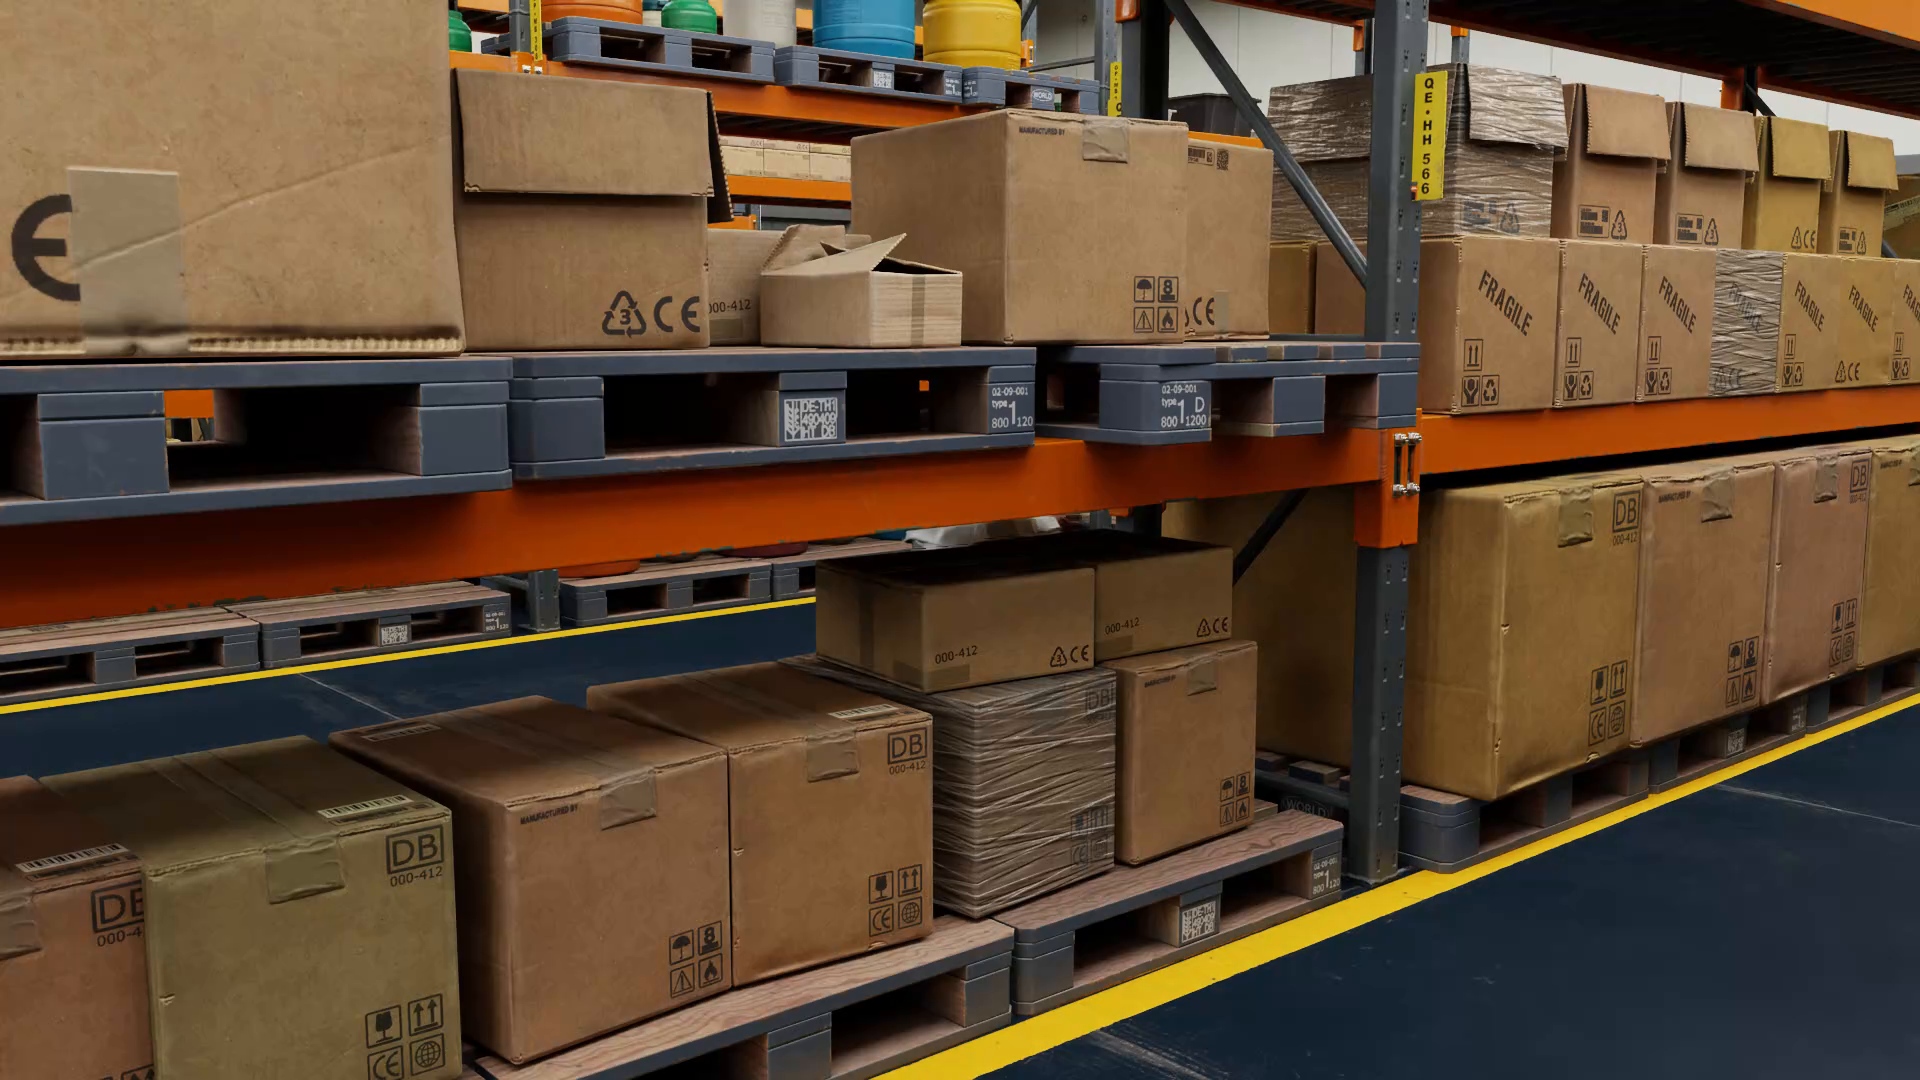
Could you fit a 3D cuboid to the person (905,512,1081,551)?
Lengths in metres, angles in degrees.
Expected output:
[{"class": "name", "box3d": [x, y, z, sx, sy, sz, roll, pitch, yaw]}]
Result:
[{"class": "person", "box3d": [0.163, 0.242, 6.427, 0.868, 0.960, 0.409, -7, 11, -43]}]
